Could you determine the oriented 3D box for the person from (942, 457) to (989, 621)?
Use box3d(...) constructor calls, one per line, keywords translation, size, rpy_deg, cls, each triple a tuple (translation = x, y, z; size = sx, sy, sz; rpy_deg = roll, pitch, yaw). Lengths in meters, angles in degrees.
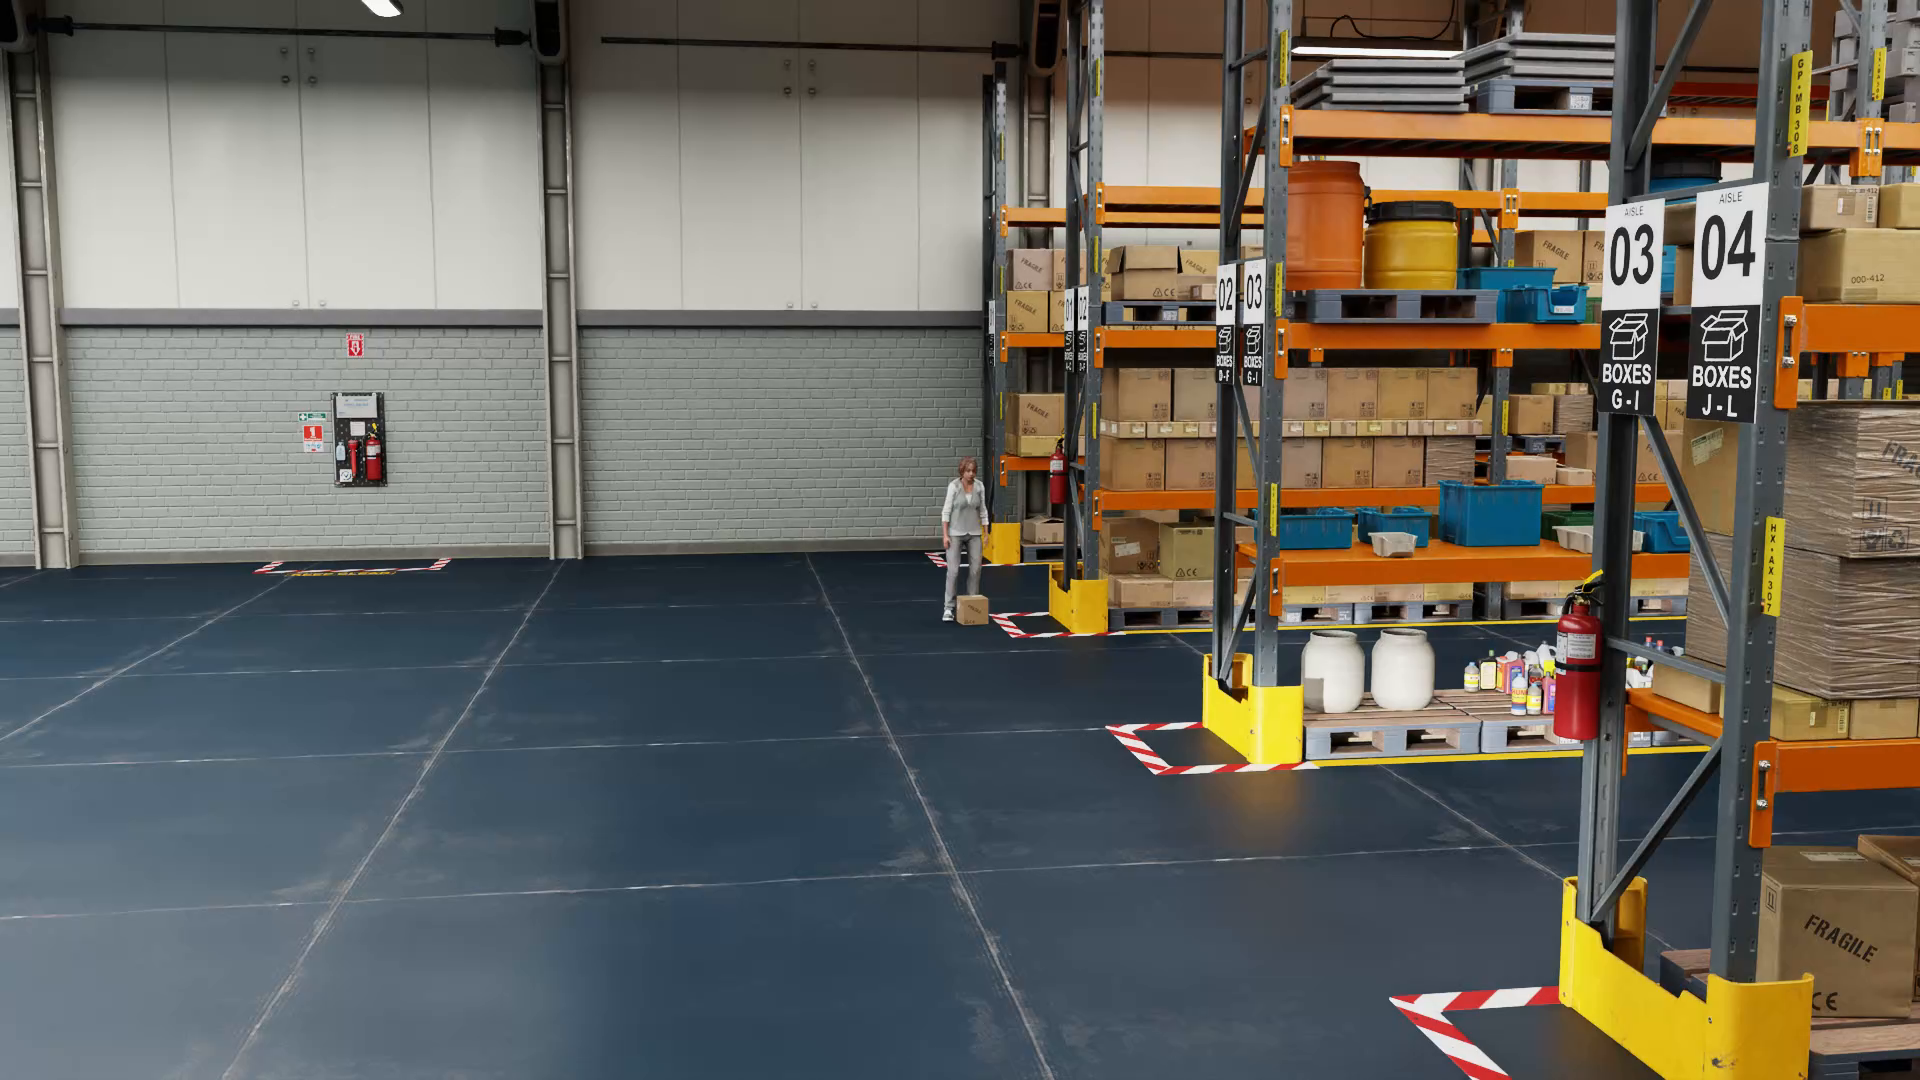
box3d(translation=(0.049, -0.019, 16.190), size=(0.480, 1.593, 0.346), rpy_deg=(-2, 7, -15), cls="person")
